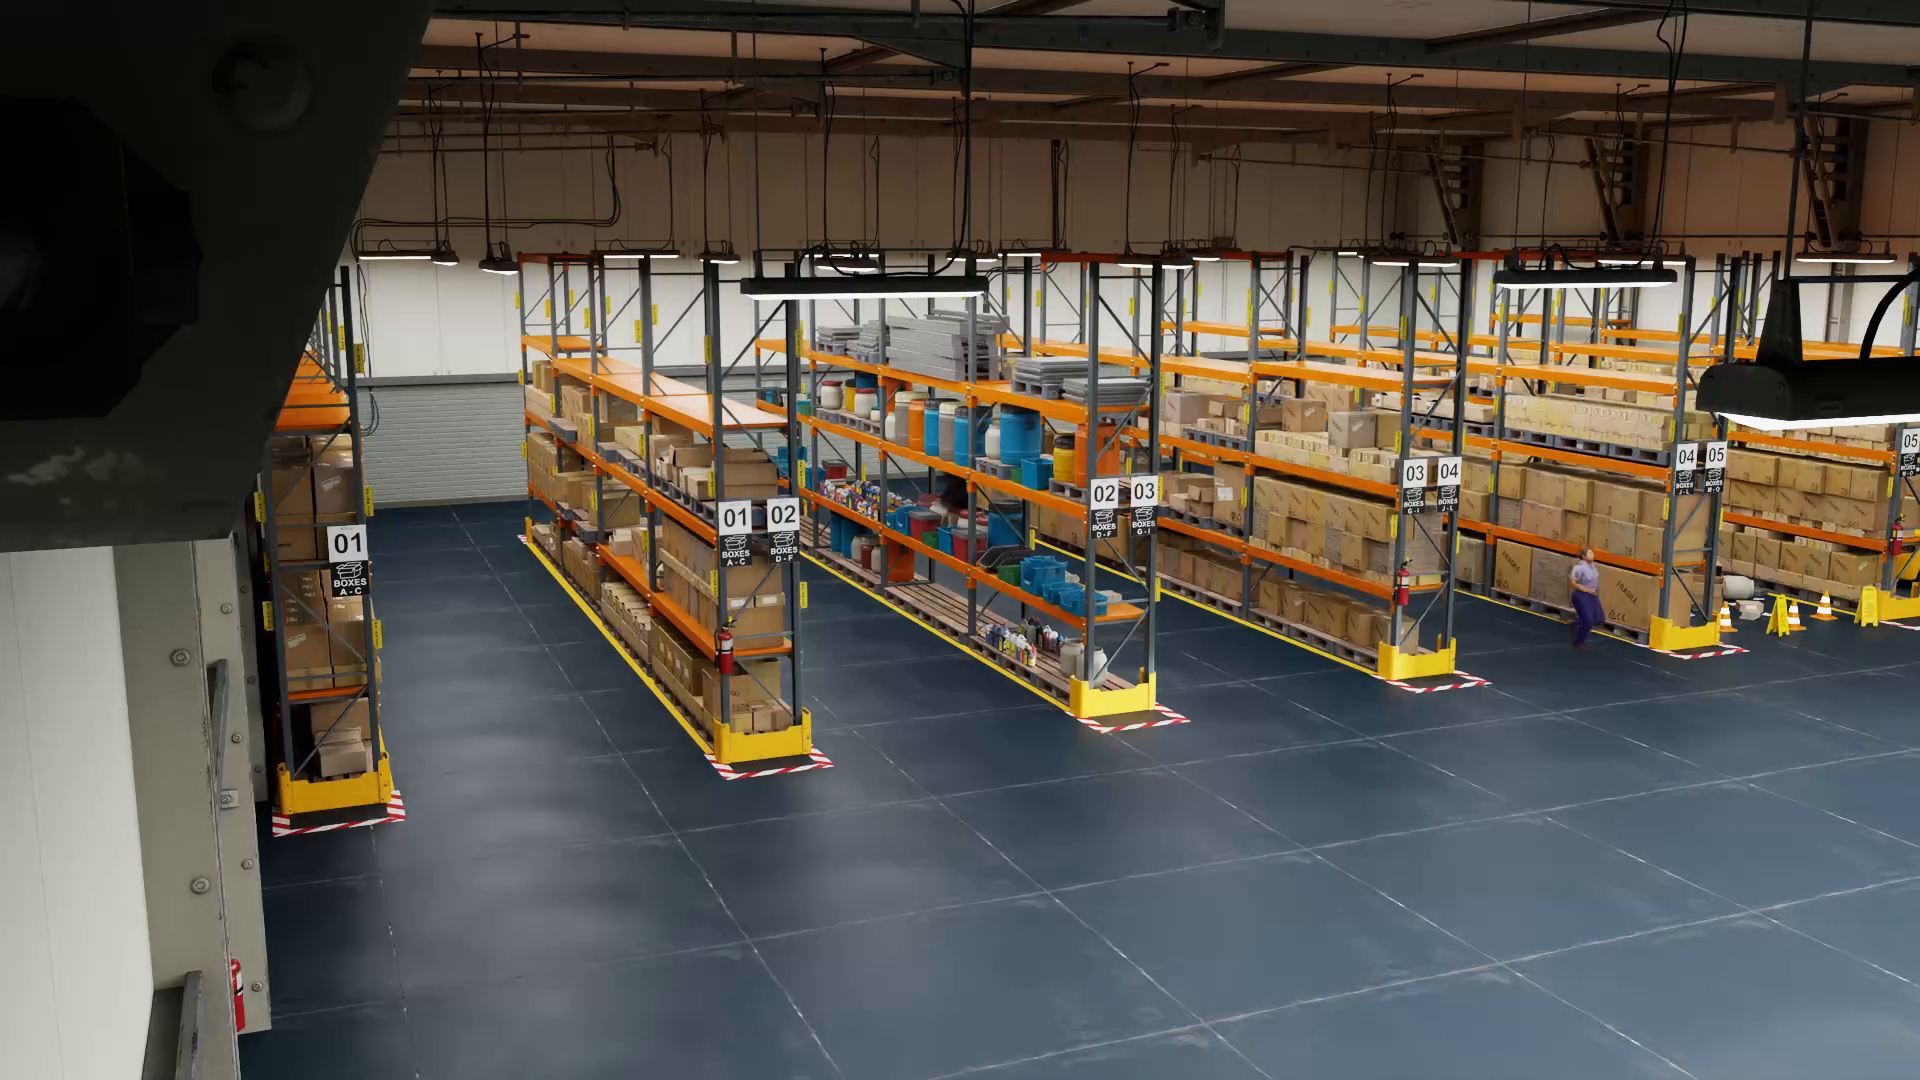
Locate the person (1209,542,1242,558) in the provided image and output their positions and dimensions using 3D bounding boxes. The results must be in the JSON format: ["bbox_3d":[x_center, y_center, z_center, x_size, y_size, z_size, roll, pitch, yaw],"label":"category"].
[{"bbox_3d":[5.368,-0.582,33.299,0.683,1.815,0.854,-6,12,-29],"label":"person"}]

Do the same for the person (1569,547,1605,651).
[{"bbox_3d":[9.651,0.911,25.686,0.654,1.600,0.535,-9,14,-41],"label":"person"}]
